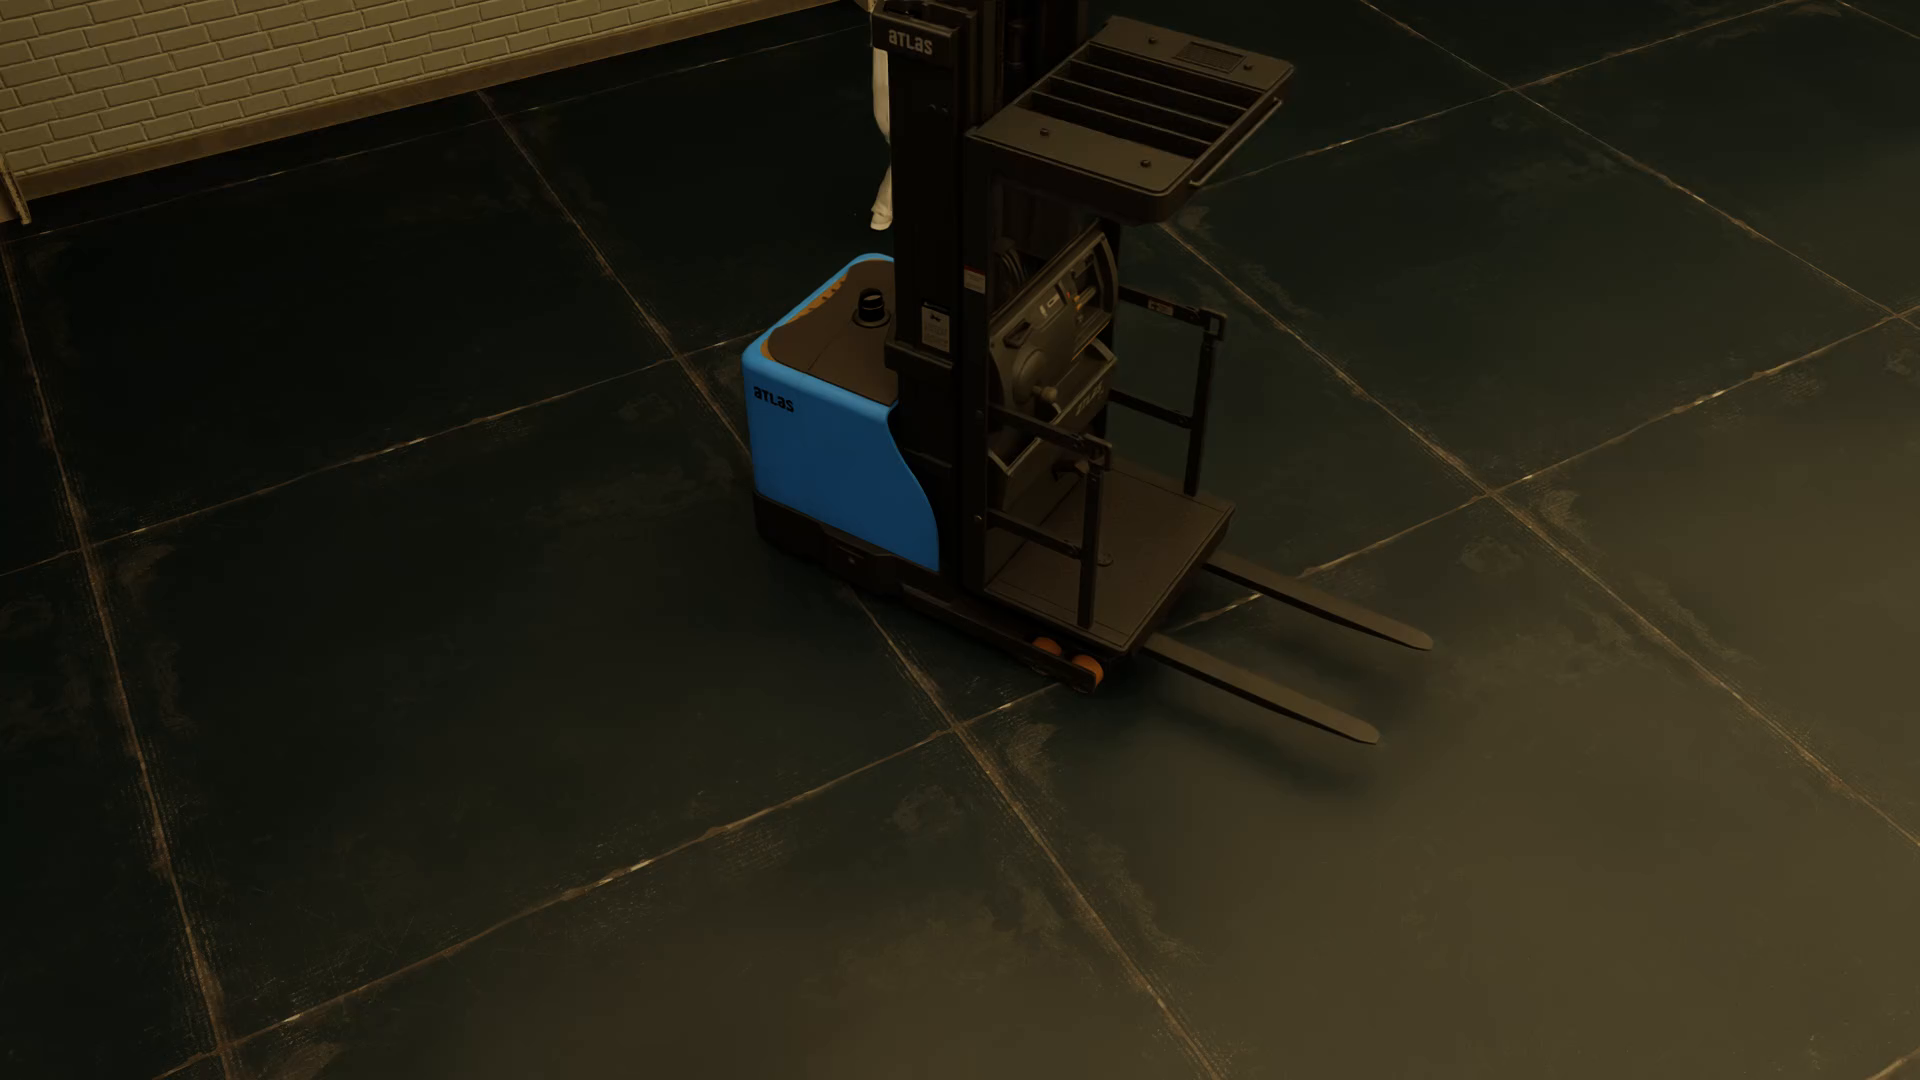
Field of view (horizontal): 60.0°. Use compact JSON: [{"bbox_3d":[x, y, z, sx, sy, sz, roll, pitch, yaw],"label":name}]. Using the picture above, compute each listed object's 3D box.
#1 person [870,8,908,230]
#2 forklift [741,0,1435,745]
[{"bbox_3d":[-0.156,-2.527,9.422,0.828,1.604,0.804,-33,52,-30],"label":"person"},{"bbox_3d":[0.559,-0.835,6.598,3.031,2.935,1.130,23,48,23],"label":"forklift"}]
